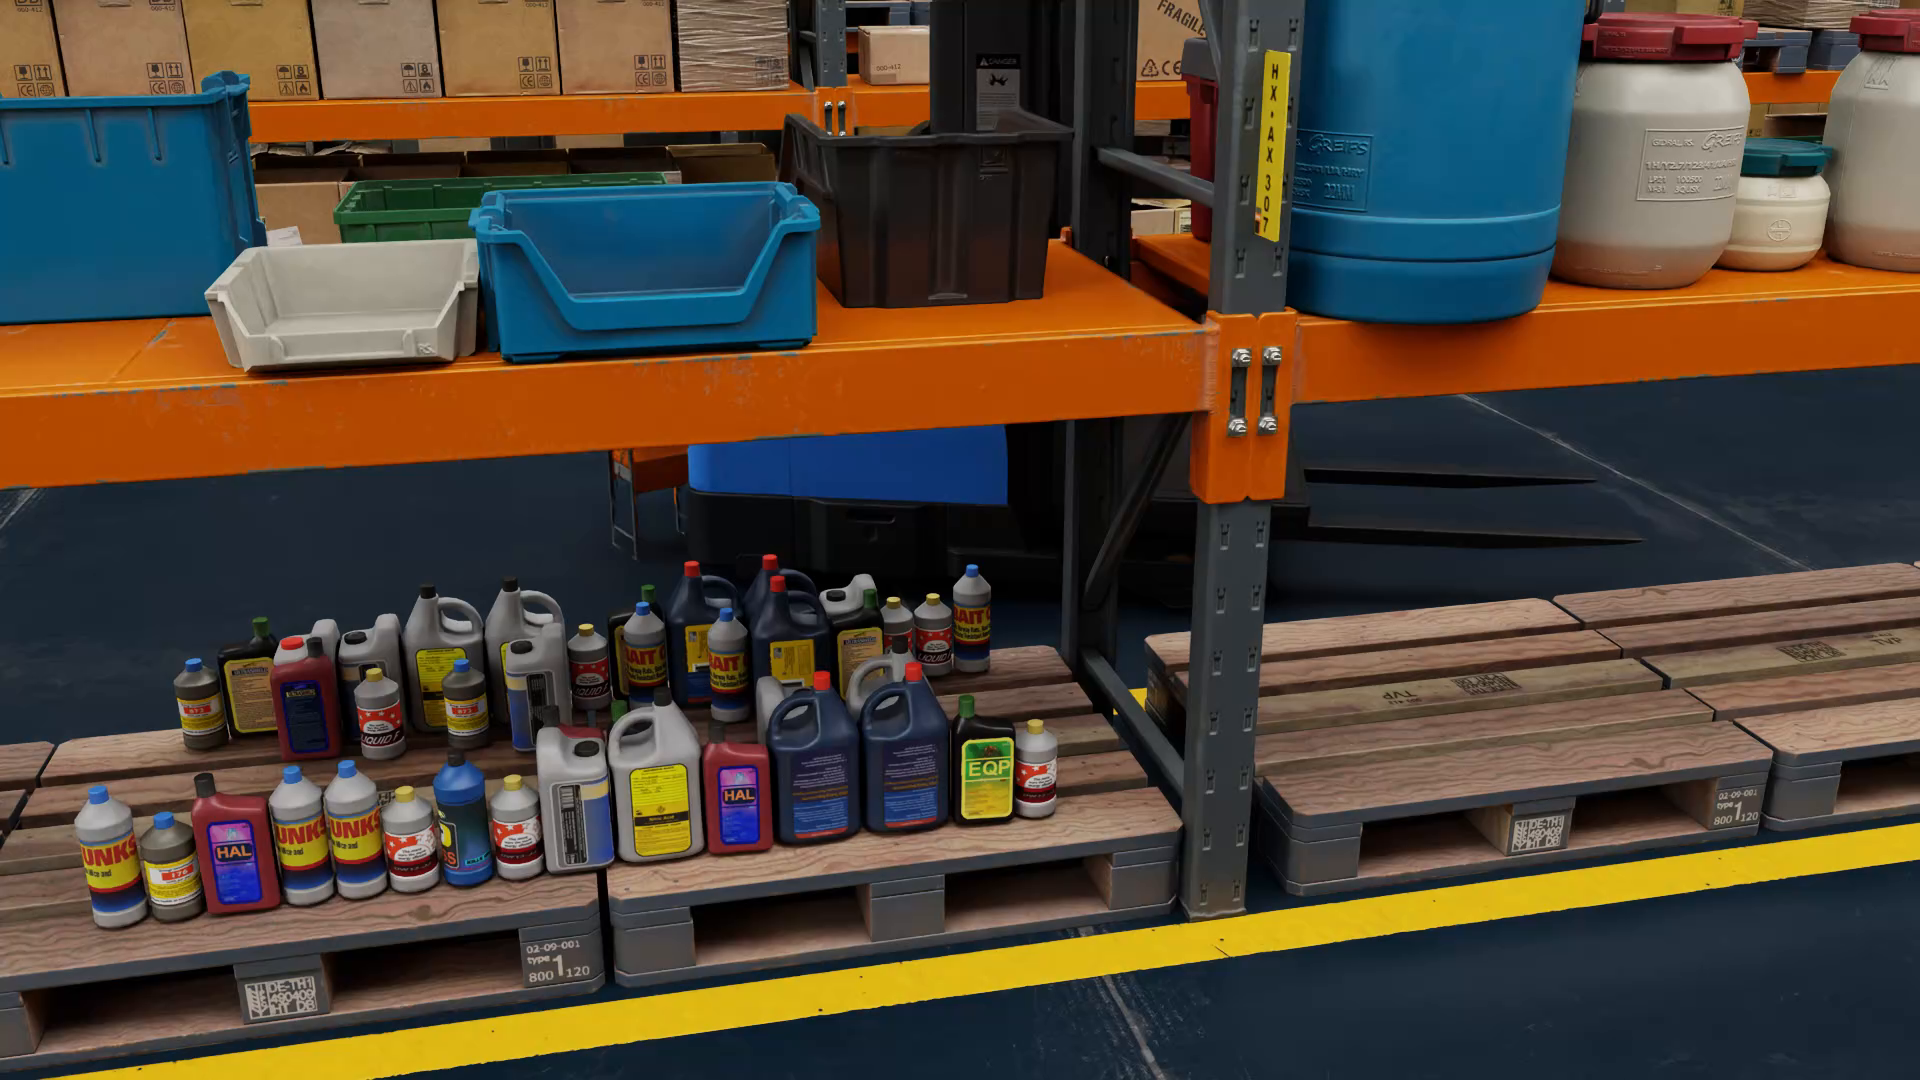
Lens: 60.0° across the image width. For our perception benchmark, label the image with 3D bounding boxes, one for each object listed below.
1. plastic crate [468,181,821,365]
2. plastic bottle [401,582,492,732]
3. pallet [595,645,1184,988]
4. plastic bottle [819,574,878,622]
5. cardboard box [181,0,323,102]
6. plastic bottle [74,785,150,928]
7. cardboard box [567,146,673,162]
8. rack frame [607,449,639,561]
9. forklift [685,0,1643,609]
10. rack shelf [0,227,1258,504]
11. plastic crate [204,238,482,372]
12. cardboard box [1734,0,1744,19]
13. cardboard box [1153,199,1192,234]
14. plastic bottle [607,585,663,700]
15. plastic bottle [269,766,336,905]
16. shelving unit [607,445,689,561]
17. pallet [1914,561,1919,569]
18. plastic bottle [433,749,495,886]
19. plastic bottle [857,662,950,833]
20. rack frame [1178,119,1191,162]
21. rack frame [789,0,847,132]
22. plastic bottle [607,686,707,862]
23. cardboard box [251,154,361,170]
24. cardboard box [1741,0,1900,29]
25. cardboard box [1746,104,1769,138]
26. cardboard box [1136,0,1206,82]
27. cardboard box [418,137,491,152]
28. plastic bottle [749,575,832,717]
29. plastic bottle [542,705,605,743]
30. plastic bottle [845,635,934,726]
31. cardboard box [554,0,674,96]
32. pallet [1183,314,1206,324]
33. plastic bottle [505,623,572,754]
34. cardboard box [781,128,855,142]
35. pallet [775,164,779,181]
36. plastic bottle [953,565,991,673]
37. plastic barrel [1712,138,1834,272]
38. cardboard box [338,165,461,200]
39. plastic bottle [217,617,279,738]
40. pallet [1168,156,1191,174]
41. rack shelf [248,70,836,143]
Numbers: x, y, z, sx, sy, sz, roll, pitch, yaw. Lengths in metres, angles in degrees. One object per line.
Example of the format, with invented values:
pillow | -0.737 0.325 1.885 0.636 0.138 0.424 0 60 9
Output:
plastic crate | -0.573 -0.510 3.061 0.616 0.251 0.499 -5 21 -12
plastic bottle | -1.218 0.267 3.935 0.185 0.351 0.144 -4 20 -10
pallet | -0.222 0.590 3.896 1.213 0.211 1.003 -5 21 -12
plastic bottle | -0.278 0.228 4.153 0.135 0.276 0.152 -4 20 -11
cardboard box | -3.135 -2.260 7.478 0.500 0.500 0.700 -5 21 -12
plastic bottle | -1.615 0.594 3.159 0.097 0.271 0.097 0 20 0
cardboard box | -1.703 -1.701 8.393 0.500 0.500 0.500 -5 21 -12
rack frame | -1.139 -0.451 5.510 0.008 1.050 0.200 -13 24 -33
forklift | 0.664 -1.347 5.229 3.031 2.935 1.130 3 20 7
rack shelf | -1.505 -0.262 3.215 4.000 0.370 1.077 -5 21 -12
plastic crate | -1.080 -0.421 2.986 0.437 0.136 0.530 -5 21 -12
cardboard box | 6.479 -4.886 14.355 0.700 0.700 0.980 -4 21 -12
cardboard box | 1.261 -1.657 8.550 0.500 0.311 0.500 -4 21 -11
plastic bottle | -0.793 0.250 4.081 0.133 0.283 0.061 -4 20 -10
plastic bottle | -1.281 0.567 3.234 0.097 0.271 0.097 0 20 0
shelving unit | -1.039 -0.473 5.576 0.252 1.050 0.215 -13 24 -33
pallet | 3.571 0.283 4.735 1.213 0.211 1.003 -5 21 -12
plastic bottle | -0.987 0.543 3.299 0.097 0.271 0.097 0 20 0
plastic bottle | -0.119 0.427 3.501 0.185 0.351 0.144 -5 21 -14
rack frame | 2.055 -4.391 13.440 0.127 3.000 1.000 -5 21 -12
rack frame | -0.695 -2.416 8.050 0.127 3.000 1.000 -5 21 -12
plastic bottle | -0.620 0.467 3.389 0.185 0.351 0.144 -5 21 -13
cardboard box | -3.164 -1.584 8.075 0.500 0.500 0.500 -5 21 -12
cardboard box | 4.719 -3.073 9.087 0.500 0.500 0.700 -1 20 -2
cardboard box | 6.699 -3.756 14.730 0.500 0.500 0.700 -4 21 -12
cardboard box | 1.057 -2.600 8.406 0.500 0.500 0.500 -5 21 -12
cardboard box | -3.757 -2.902 12.369 0.500 0.500 0.700 -6 21 -16
plastic bottle | -0.406 0.252 3.976 0.185 0.351 0.144 -5 21 -12
plastic bottle | -0.804 0.475 3.467 0.133 0.283 0.061 -5 21 -12
plastic bottle | -0.152 0.378 3.632 0.185 0.351 0.144 -5 21 -12
cardboard box | -1.637 -2.382 7.812 0.500 0.500 0.700 -5 21 -13
pallet | 1.203 -1.276 8.992 1.213 0.211 1.003 -5 21 -12
plastic bottle | -0.978 0.335 3.858 0.135 0.276 0.152 -5 21 -12
cardboard box | -1.126 -3.171 13.105 0.500 0.500 0.700 -4 20 -11
pallet | -1.081 -2.827 13.225 1.213 0.211 1.003 -5 21 -12
plastic bottle | 0.031 0.195 4.248 0.097 0.271 0.097 0 20 0
plastic barrel | 1.765 -0.747 3.693 0.301 0.262 0.301 0 20 0
cardboard box | -2.554 -1.444 7.692 0.500 0.500 0.500 -5 21 -12
plastic bottle | -1.655 0.320 3.890 0.133 0.283 0.061 -4 21 -11
pallet | 1.294 -3.020 13.752 1.213 0.211 1.003 -5 21 -12
rack shelf | -2.641 -1.920 7.742 4.000 0.370 1.077 -5 21 -12
